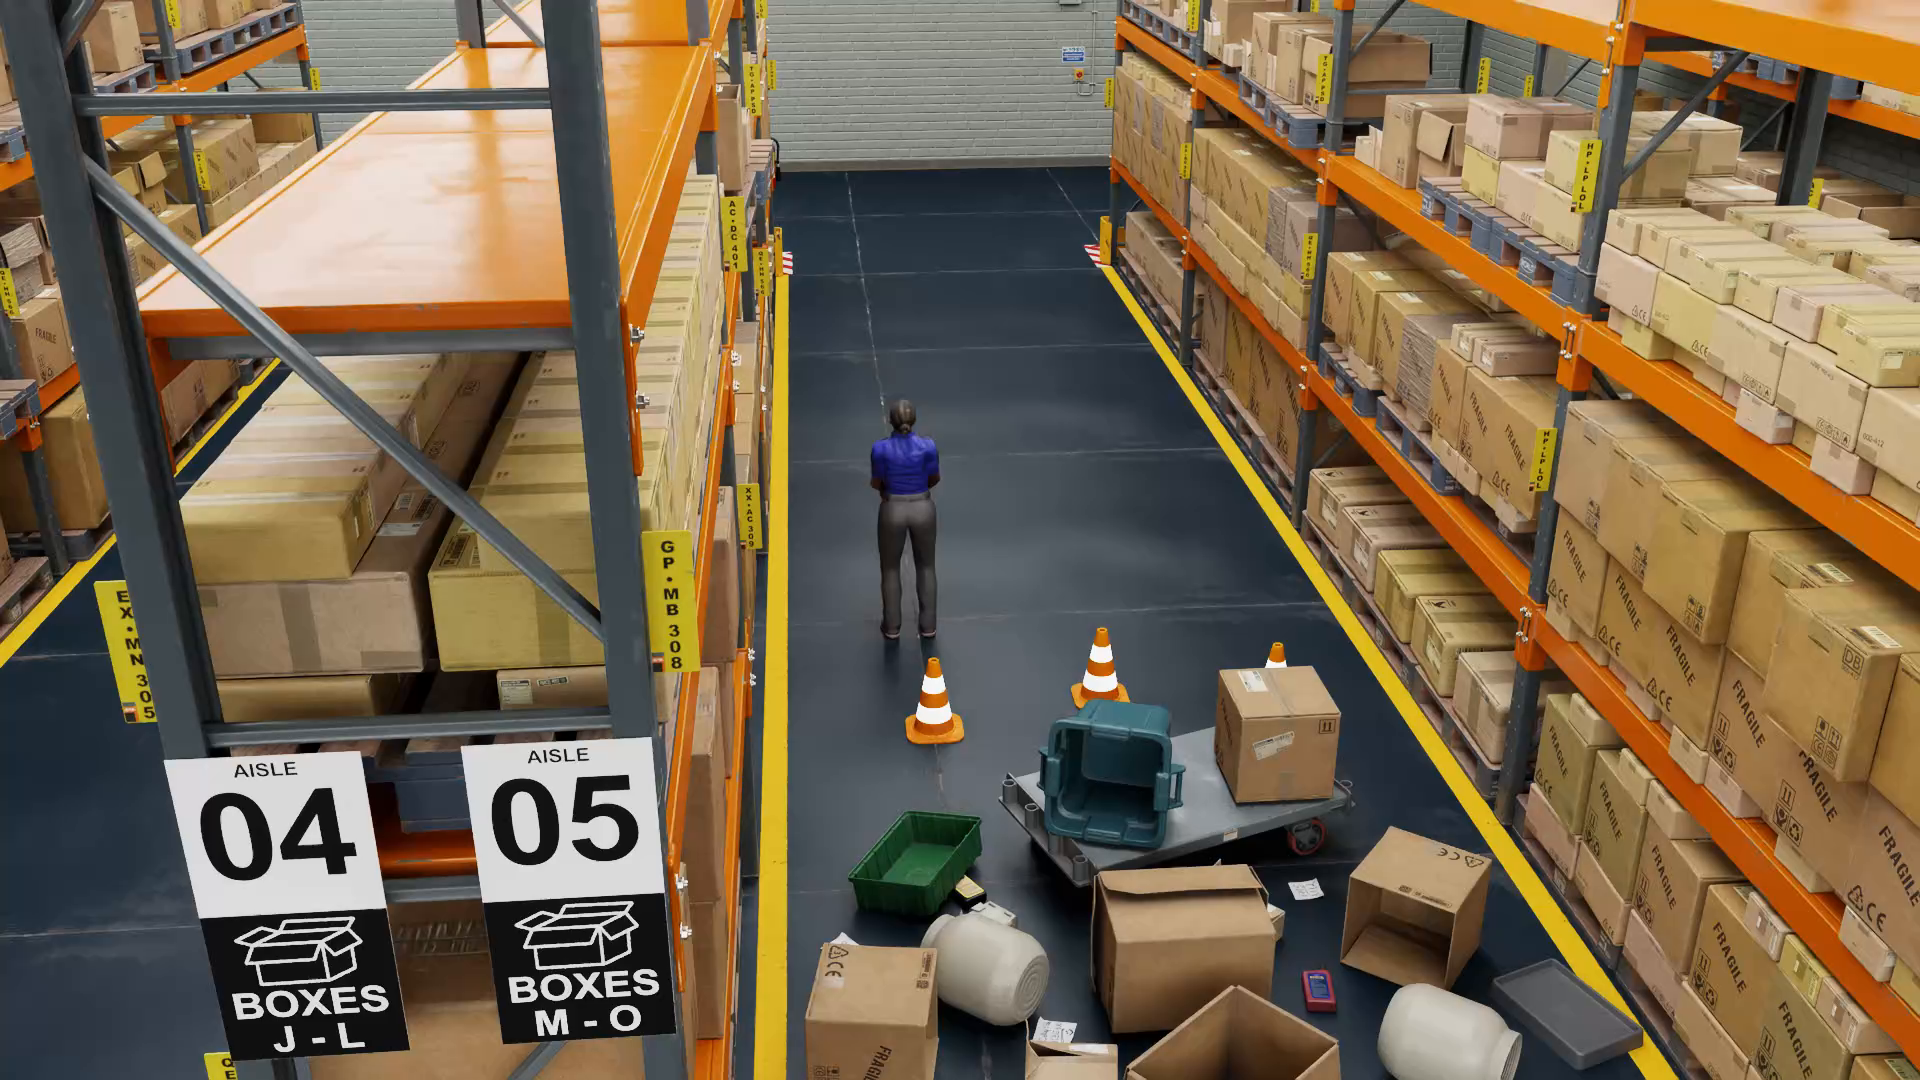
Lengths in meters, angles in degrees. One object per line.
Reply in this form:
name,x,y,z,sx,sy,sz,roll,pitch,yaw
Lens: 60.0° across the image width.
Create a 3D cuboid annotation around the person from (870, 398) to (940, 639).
person,-0.351,-0.176,10.720,0.448,1.646,0.514,-2,24,-5
